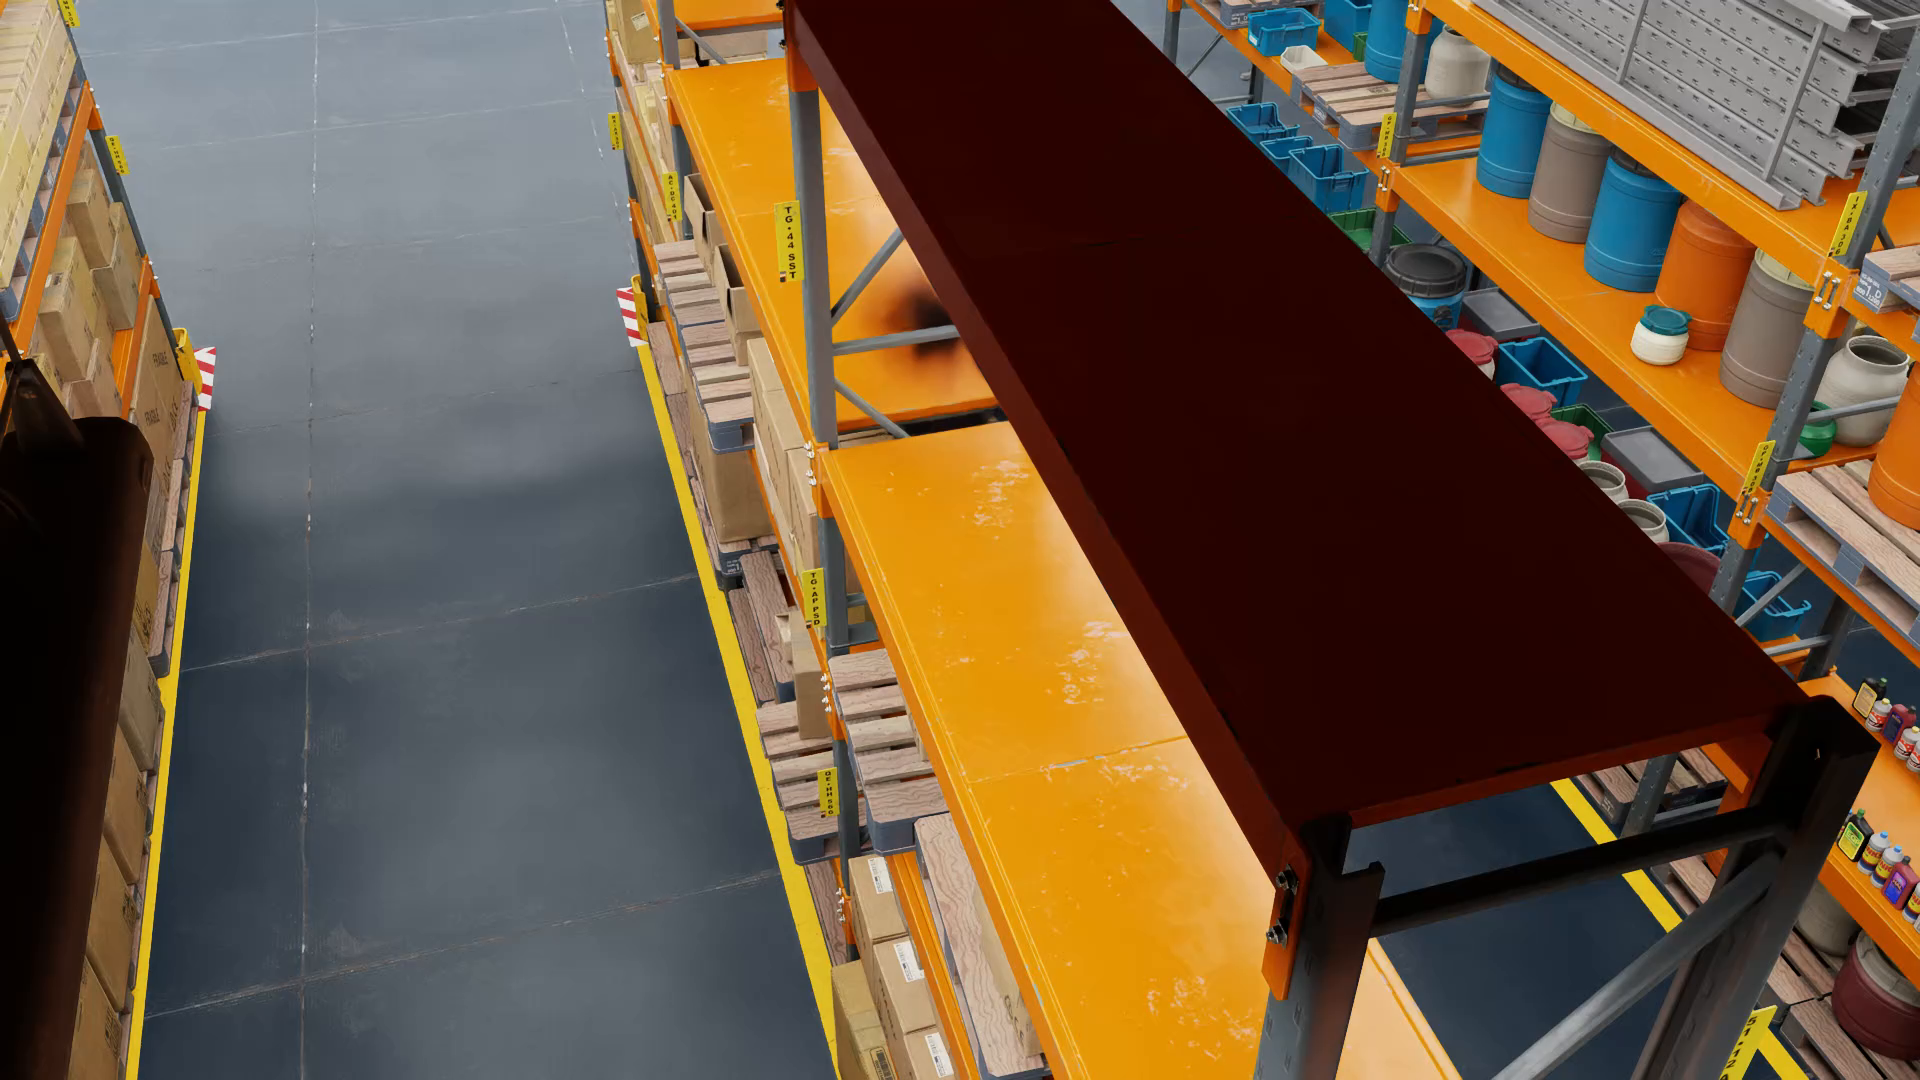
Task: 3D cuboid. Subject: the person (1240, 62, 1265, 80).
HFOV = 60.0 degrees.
[{"bbox_3d":[3.604,-6.111,19.210,0.570,1.646,0.575,2,38,3],"label":"person"}]
